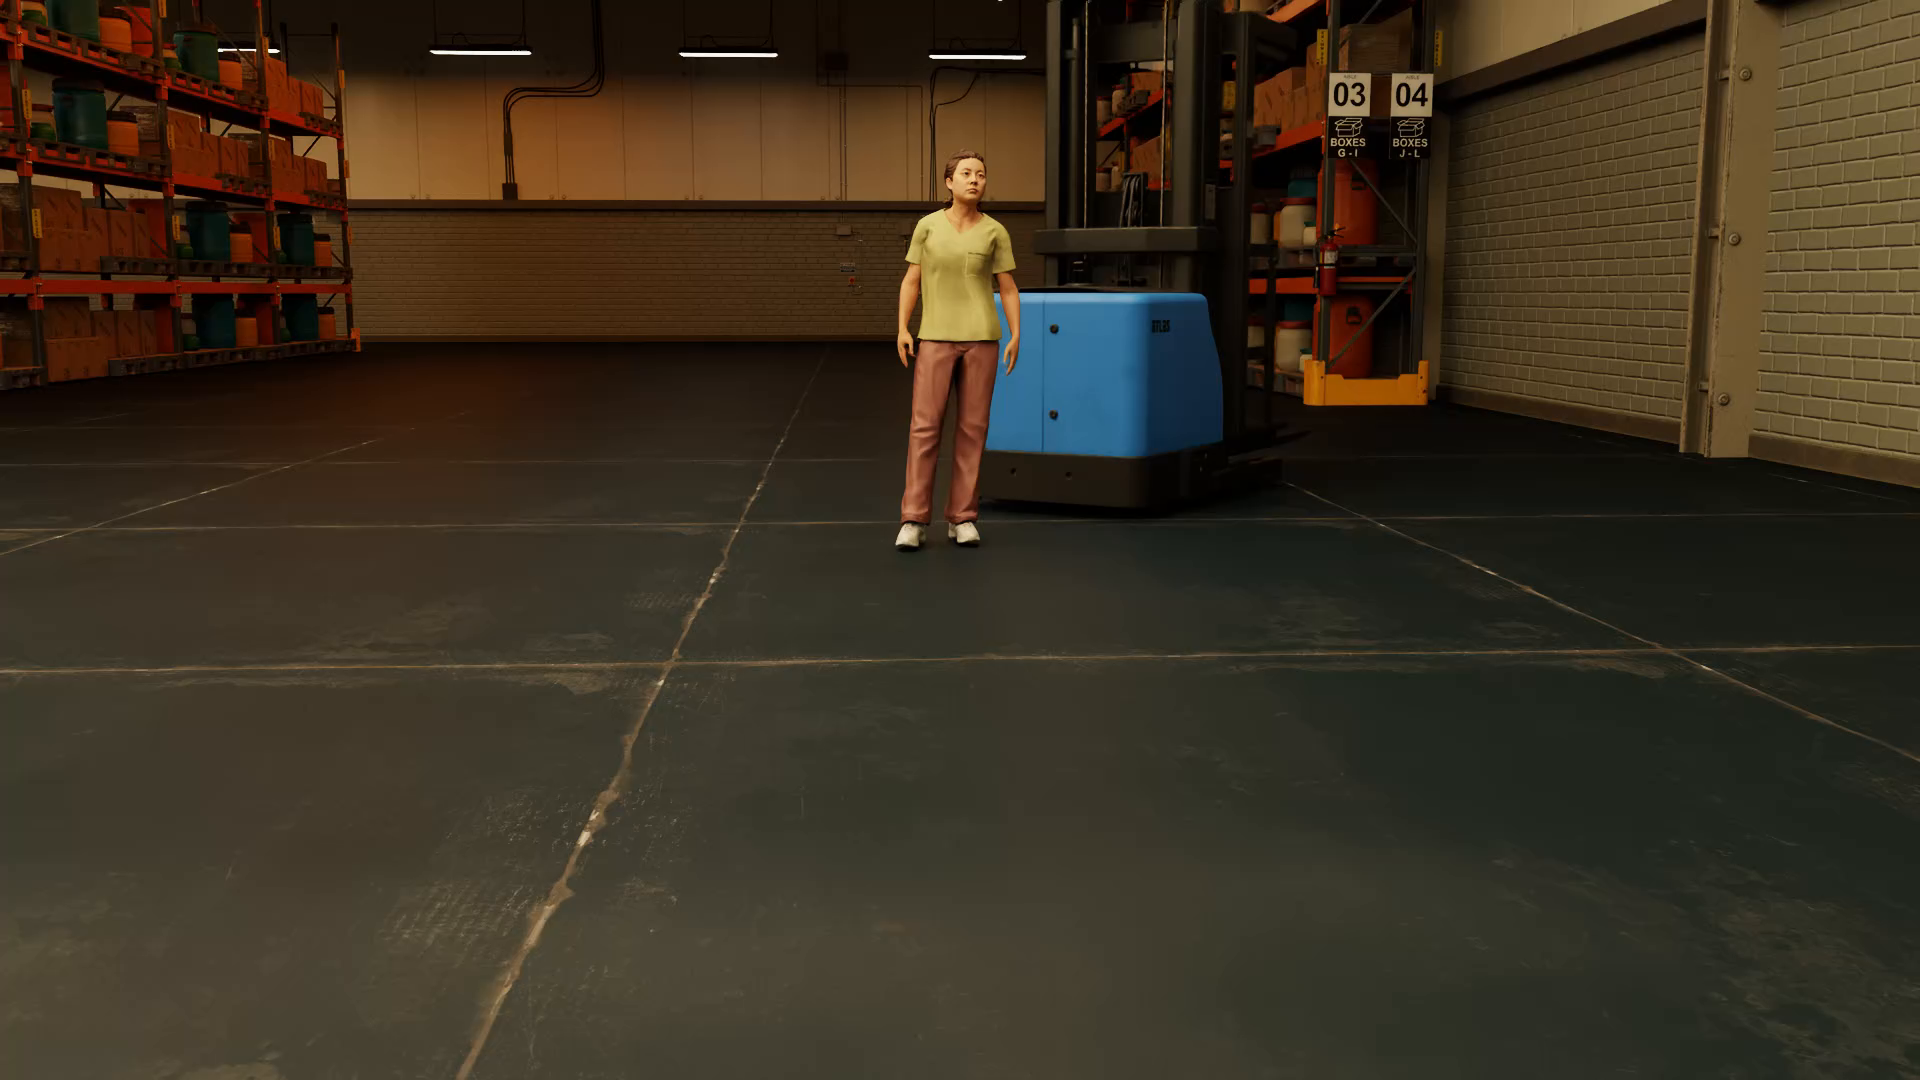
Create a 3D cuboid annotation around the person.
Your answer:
[{"bbox_3d":[-0.008,-0.825,7.112,0.552,1.674,0.548,-1,8,-4],"label":"person"}]

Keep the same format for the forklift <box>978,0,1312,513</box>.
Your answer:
[{"bbox_3d":[1.158,-1.753,9.138,1.130,2.935,3.031,5,10,30],"label":"forklift"}]
